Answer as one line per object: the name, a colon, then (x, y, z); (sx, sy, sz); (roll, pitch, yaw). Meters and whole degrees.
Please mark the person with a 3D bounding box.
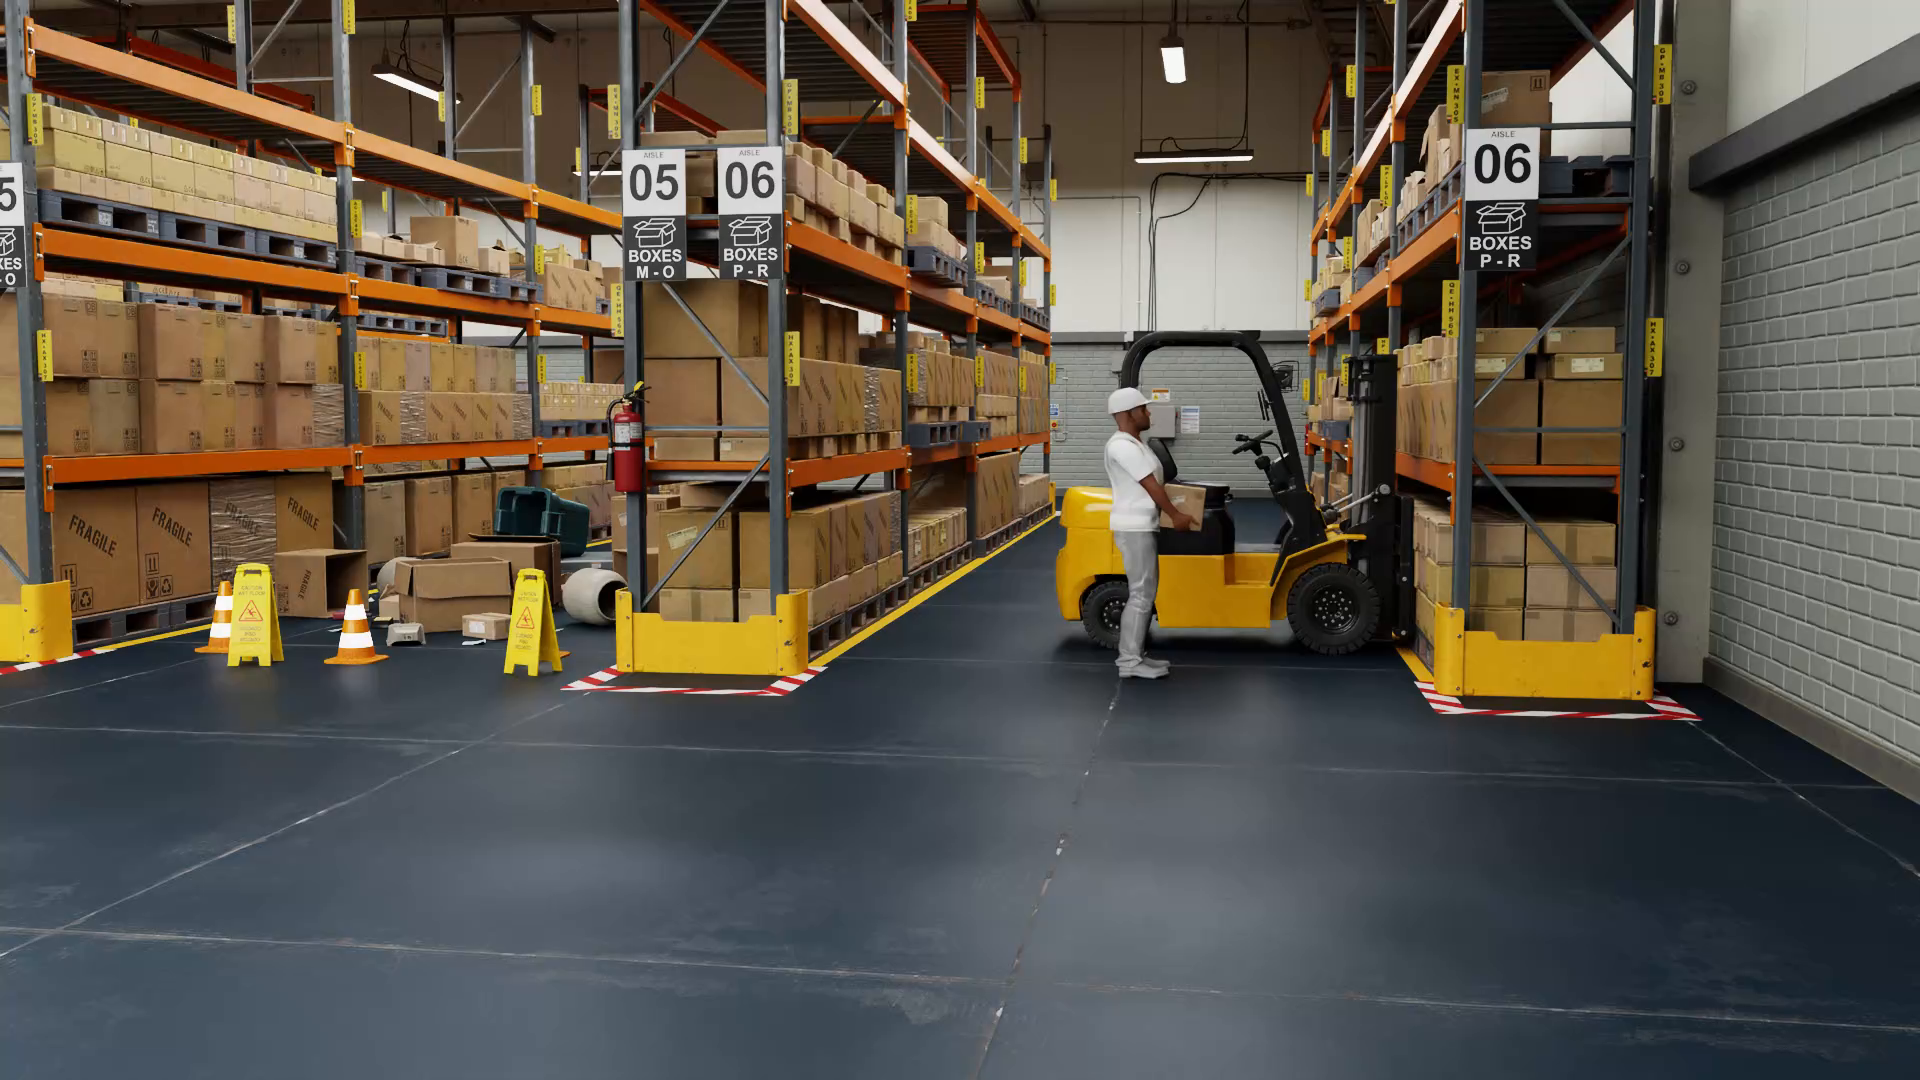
person: (1.177, -0.051, 10.185); (0.577, 1.761, 0.502); (1, 4, 9)
